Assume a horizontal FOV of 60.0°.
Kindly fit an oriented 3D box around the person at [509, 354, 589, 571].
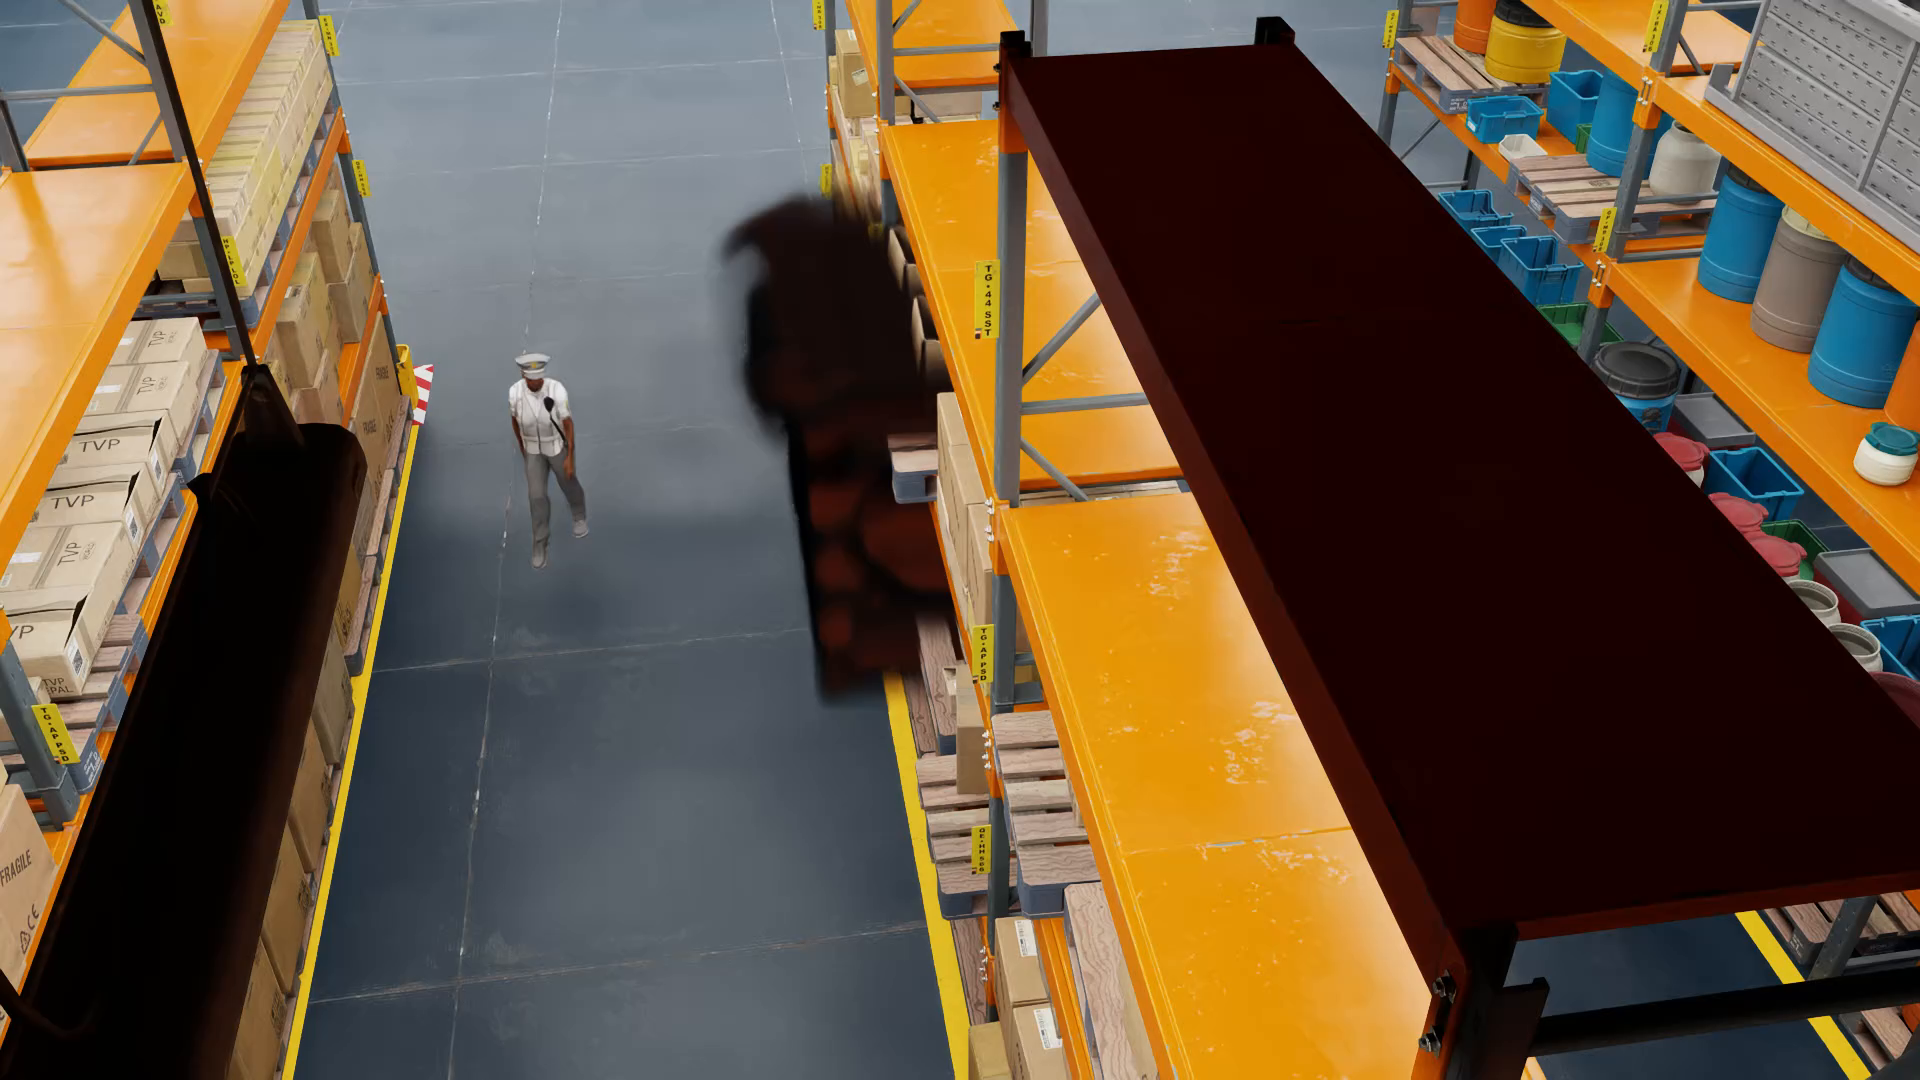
[{"bbox_3d":[-3.097,-0.630,12.458,0.497,1.754,0.615,10,37,13],"label":"person"}]
